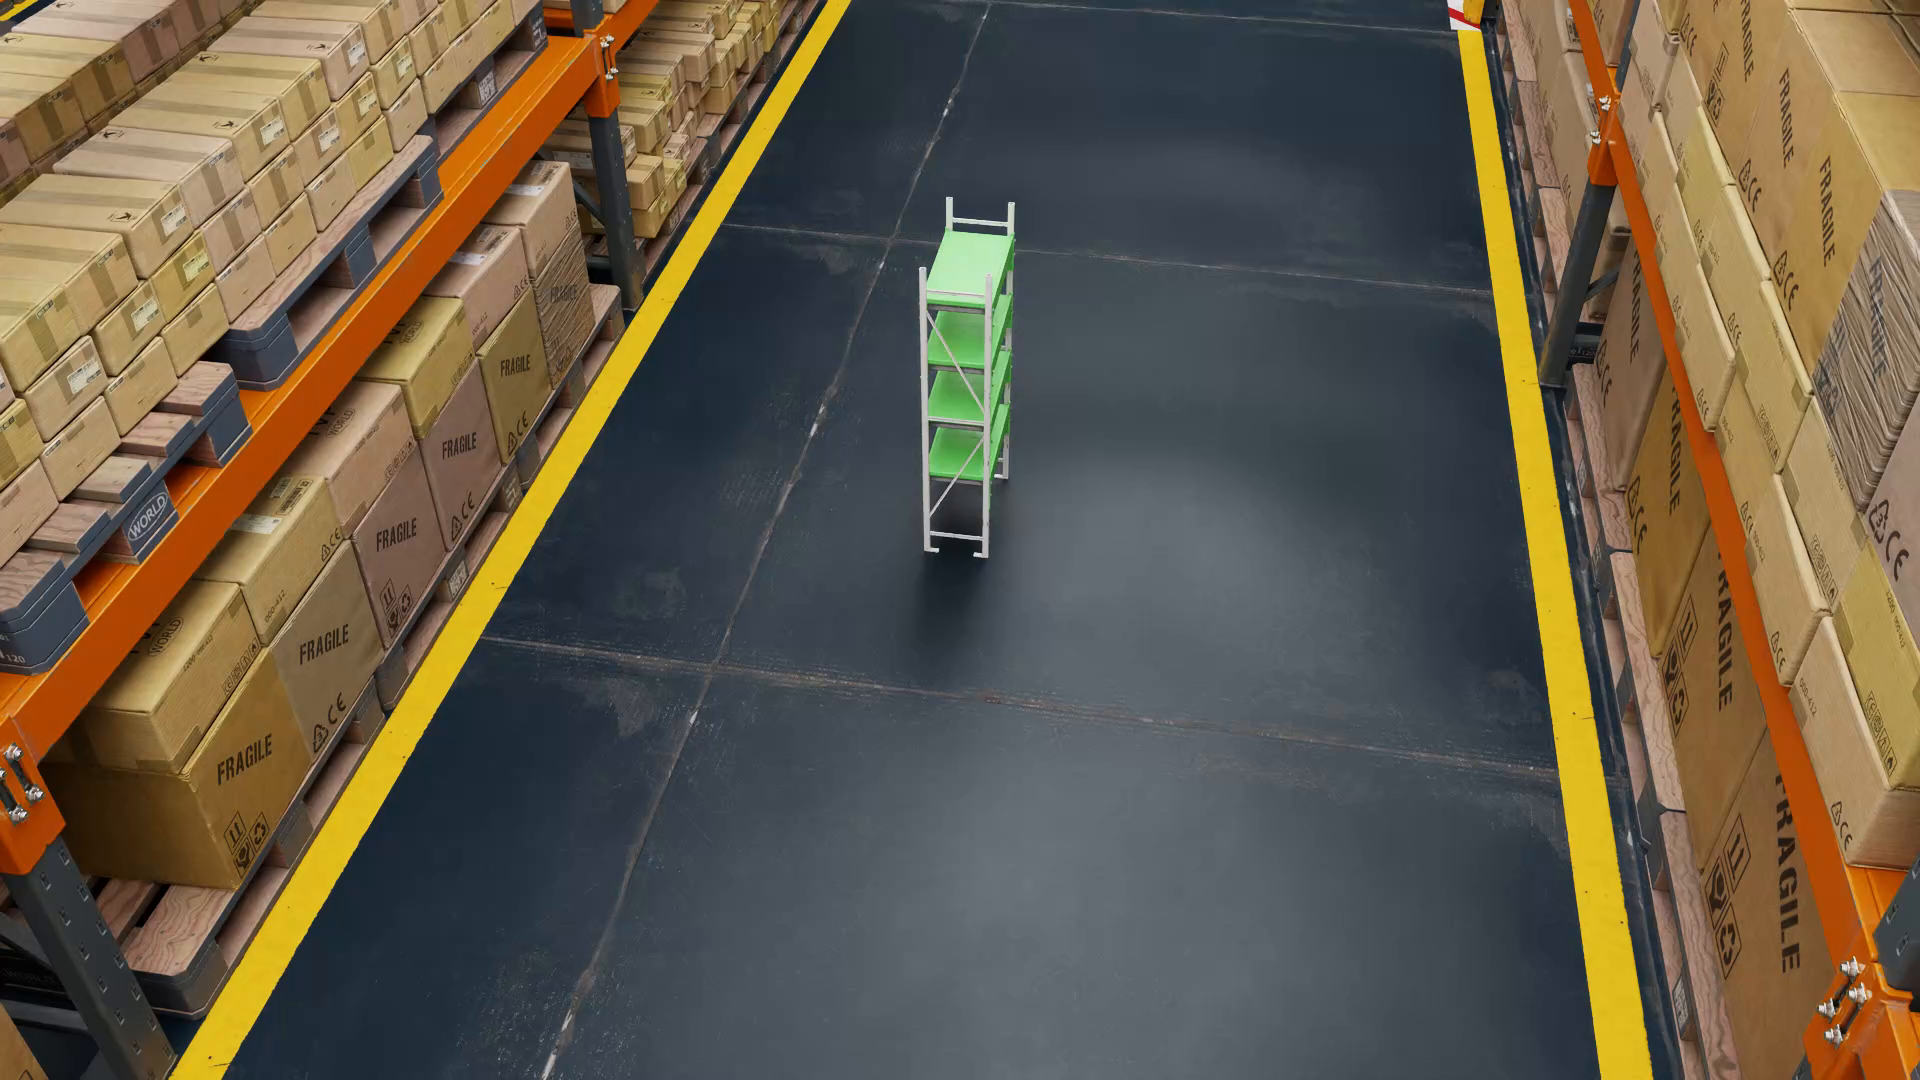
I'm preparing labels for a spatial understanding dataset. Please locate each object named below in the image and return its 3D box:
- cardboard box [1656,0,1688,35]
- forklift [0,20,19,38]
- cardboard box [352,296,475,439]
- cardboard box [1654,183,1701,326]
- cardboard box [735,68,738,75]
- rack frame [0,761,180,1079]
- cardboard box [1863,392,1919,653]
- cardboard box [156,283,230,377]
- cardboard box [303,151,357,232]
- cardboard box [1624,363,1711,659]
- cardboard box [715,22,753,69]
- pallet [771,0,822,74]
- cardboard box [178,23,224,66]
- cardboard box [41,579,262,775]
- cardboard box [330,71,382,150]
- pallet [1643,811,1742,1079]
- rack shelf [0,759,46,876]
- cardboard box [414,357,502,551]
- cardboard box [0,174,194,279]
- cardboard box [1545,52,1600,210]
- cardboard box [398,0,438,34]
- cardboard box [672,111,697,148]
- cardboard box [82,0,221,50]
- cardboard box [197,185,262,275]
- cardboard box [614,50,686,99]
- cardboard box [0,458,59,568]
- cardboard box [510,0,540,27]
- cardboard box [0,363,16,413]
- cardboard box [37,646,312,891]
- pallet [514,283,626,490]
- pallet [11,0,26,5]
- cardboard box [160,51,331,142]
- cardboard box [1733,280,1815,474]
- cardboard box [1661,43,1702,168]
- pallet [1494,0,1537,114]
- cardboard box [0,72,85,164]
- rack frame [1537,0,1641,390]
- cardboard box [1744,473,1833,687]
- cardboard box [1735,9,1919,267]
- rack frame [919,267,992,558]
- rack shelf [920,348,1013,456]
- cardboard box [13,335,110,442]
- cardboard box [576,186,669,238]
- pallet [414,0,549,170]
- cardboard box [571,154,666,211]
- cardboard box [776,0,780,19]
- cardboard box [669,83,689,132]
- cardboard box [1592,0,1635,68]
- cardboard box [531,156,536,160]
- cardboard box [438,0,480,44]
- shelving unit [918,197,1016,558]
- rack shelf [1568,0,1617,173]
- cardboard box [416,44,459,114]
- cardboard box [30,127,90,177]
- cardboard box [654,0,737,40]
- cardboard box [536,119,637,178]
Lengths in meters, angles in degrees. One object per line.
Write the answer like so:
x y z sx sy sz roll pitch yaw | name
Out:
2.593 -1.964 5.408 0.500 0.500 0.500 7 40 8 | cardboard box
-4.736 -1.707 6.014 1.130 2.935 3.031 8 40 9 | forklift
-2.000 -0.605 5.671 0.500 0.250 0.500 5 40 6 | cardboard box
2.423 -0.835 5.024 0.500 0.250 0.500 6 40 7 | cardboard box
-1.407 -2.515 8.846 0.380 0.149 0.250 7 40 9 | cardboard box
-2.633 0.243 3.602 1.000 3.000 0.127 6 40 8 | rack frame
2.092 -0.051 3.095 0.500 0.500 0.500 5 40 6 | cardboard box
-2.219 -0.588 4.474 0.380 0.149 0.250 8 40 10 | cardboard box
-2.083 -1.076 5.065 0.380 0.149 0.250 5 40 6 | cardboard box
2.775 -0.162 5.430 0.875 0.875 0.875 7 40 9 | cardboard box
-1.307 -2.605 8.721 0.380 0.149 0.250 7 40 8 | cardboard box
-1.437 -3.149 9.893 1.003 0.211 1.213 6 40 8 | pallet
-2.638 -1.593 5.456 0.380 0.149 0.250 8 40 9 | cardboard box
-2.275 0.350 4.516 0.500 0.250 0.500 5 40 6 | cardboard box
-2.040 -1.347 5.160 0.380 0.149 0.250 7 40 8 | cardboard box
2.470 1.314 4.495 1.003 0.211 1.213 6 40 8 | pallet
-2.979 1.776 2.313 1.077 0.370 4.000 6 40 8 | rack shelf
-2.003 -0.330 5.927 0.500 0.500 0.500 6 40 7 | cardboard box
-2.225 -0.808 4.274 0.380 0.149 0.250 5 40 6 | cardboard box
3.321 -1.903 7.879 0.875 0.438 0.875 5 40 6 | cardboard box
-1.956 -1.792 5.465 0.380 0.149 0.250 6 40 8 | cardboard box
-1.529 -2.017 8.243 0.380 0.149 0.250 6 40 7 | cardboard box
-2.641 -1.711 5.367 0.380 0.149 0.250 6 40 7 | cardboard box
-2.176 -0.870 4.583 0.380 0.149 0.250 6 40 8 | cardboard box
-1.553 -2.249 8.057 0.380 0.149 0.250 5 40 7 | cardboard box
-2.357 -0.080 3.861 0.380 0.149 0.250 6 40 7 | cardboard box
-1.815 -2.061 6.256 0.380 0.149 0.250 6 40 7 | cardboard box
-2.362 -0.322 3.687 0.380 0.149 0.250 6 40 8 | cardboard box
-2.259 0.629 4.767 0.500 0.500 0.500 5 40 6 | cardboard box
-2.074 -0.704 6.935 1.003 0.211 1.213 6 40 8 | pallet
-6.178 -3.802 10.684 1.003 0.211 1.213 6 40 8 | pallet
-2.090 -1.301 4.870 0.380 0.149 0.250 6 40 7 | cardboard box
2.247 -0.387 4.089 0.500 0.250 0.500 5 40 7 | cardboard box
2.536 -1.344 5.247 0.500 0.250 0.500 7 40 8 | cardboard box
3.583 -2.710 9.362 1.003 0.211 1.213 6 40 8 | pallet
-2.774 -1.220 4.773 0.380 0.149 0.250 8 40 10 | cardboard box
2.952 -1.785 6.054 1.000 3.000 0.127 6 40 8 | rack frame
2.165 0.115 3.874 0.500 0.250 0.500 7 40 8 | cardboard box
2.359 -1.002 4.245 0.500 0.500 0.500 6 40 7 | cardboard box
-0.014 -0.413 5.808 0.240 1.200 0.015 6 40 8 | rack frame
0.029 -0.517 6.034 0.258 0.148 0.480 6 40 8 | rack shelf
-2.307 -0.388 3.999 0.380 0.149 0.250 8 40 10 | cardboard box
-1.561 -1.523 7.646 0.380 0.149 0.250 5 40 6 | cardboard box
-2.216 -1.729 6.138 1.003 0.211 1.213 6 40 8 | pallet
-1.563 -1.637 7.550 0.380 0.149 0.250 8 40 10 | cardboard box
-1.240 -3.002 9.434 0.380 0.149 0.250 7 40 8 | cardboard box
-1.551 -2.132 8.149 0.380 0.149 0.250 4 40 5 | cardboard box
2.780 -2.142 6.409 0.500 0.500 0.500 7 40 8 | cardboard box
-2.165 -1.849 7.806 0.380 0.149 0.250 5 40 6 | cardboard box
-1.905 -1.854 5.773 0.380 0.149 0.250 8 40 10 | cardboard box
0.029 -0.566 5.993 0.258 1.200 0.503 6 40 8 | shelving unit
3.298 -2.763 7.802 1.077 0.370 4.000 6 40 8 | rack shelf
-1.948 -1.584 5.680 0.380 0.149 0.250 4 40 5 | cardboard box
-2.775 -1.106 4.868 0.380 0.149 0.250 7 40 9 | cardboard box
-1.382 -2.731 8.640 0.380 0.149 0.250 7 40 8 | cardboard box
-1.677 -1.753 7.457 0.380 0.149 0.250 8 40 9 | cardboard box
